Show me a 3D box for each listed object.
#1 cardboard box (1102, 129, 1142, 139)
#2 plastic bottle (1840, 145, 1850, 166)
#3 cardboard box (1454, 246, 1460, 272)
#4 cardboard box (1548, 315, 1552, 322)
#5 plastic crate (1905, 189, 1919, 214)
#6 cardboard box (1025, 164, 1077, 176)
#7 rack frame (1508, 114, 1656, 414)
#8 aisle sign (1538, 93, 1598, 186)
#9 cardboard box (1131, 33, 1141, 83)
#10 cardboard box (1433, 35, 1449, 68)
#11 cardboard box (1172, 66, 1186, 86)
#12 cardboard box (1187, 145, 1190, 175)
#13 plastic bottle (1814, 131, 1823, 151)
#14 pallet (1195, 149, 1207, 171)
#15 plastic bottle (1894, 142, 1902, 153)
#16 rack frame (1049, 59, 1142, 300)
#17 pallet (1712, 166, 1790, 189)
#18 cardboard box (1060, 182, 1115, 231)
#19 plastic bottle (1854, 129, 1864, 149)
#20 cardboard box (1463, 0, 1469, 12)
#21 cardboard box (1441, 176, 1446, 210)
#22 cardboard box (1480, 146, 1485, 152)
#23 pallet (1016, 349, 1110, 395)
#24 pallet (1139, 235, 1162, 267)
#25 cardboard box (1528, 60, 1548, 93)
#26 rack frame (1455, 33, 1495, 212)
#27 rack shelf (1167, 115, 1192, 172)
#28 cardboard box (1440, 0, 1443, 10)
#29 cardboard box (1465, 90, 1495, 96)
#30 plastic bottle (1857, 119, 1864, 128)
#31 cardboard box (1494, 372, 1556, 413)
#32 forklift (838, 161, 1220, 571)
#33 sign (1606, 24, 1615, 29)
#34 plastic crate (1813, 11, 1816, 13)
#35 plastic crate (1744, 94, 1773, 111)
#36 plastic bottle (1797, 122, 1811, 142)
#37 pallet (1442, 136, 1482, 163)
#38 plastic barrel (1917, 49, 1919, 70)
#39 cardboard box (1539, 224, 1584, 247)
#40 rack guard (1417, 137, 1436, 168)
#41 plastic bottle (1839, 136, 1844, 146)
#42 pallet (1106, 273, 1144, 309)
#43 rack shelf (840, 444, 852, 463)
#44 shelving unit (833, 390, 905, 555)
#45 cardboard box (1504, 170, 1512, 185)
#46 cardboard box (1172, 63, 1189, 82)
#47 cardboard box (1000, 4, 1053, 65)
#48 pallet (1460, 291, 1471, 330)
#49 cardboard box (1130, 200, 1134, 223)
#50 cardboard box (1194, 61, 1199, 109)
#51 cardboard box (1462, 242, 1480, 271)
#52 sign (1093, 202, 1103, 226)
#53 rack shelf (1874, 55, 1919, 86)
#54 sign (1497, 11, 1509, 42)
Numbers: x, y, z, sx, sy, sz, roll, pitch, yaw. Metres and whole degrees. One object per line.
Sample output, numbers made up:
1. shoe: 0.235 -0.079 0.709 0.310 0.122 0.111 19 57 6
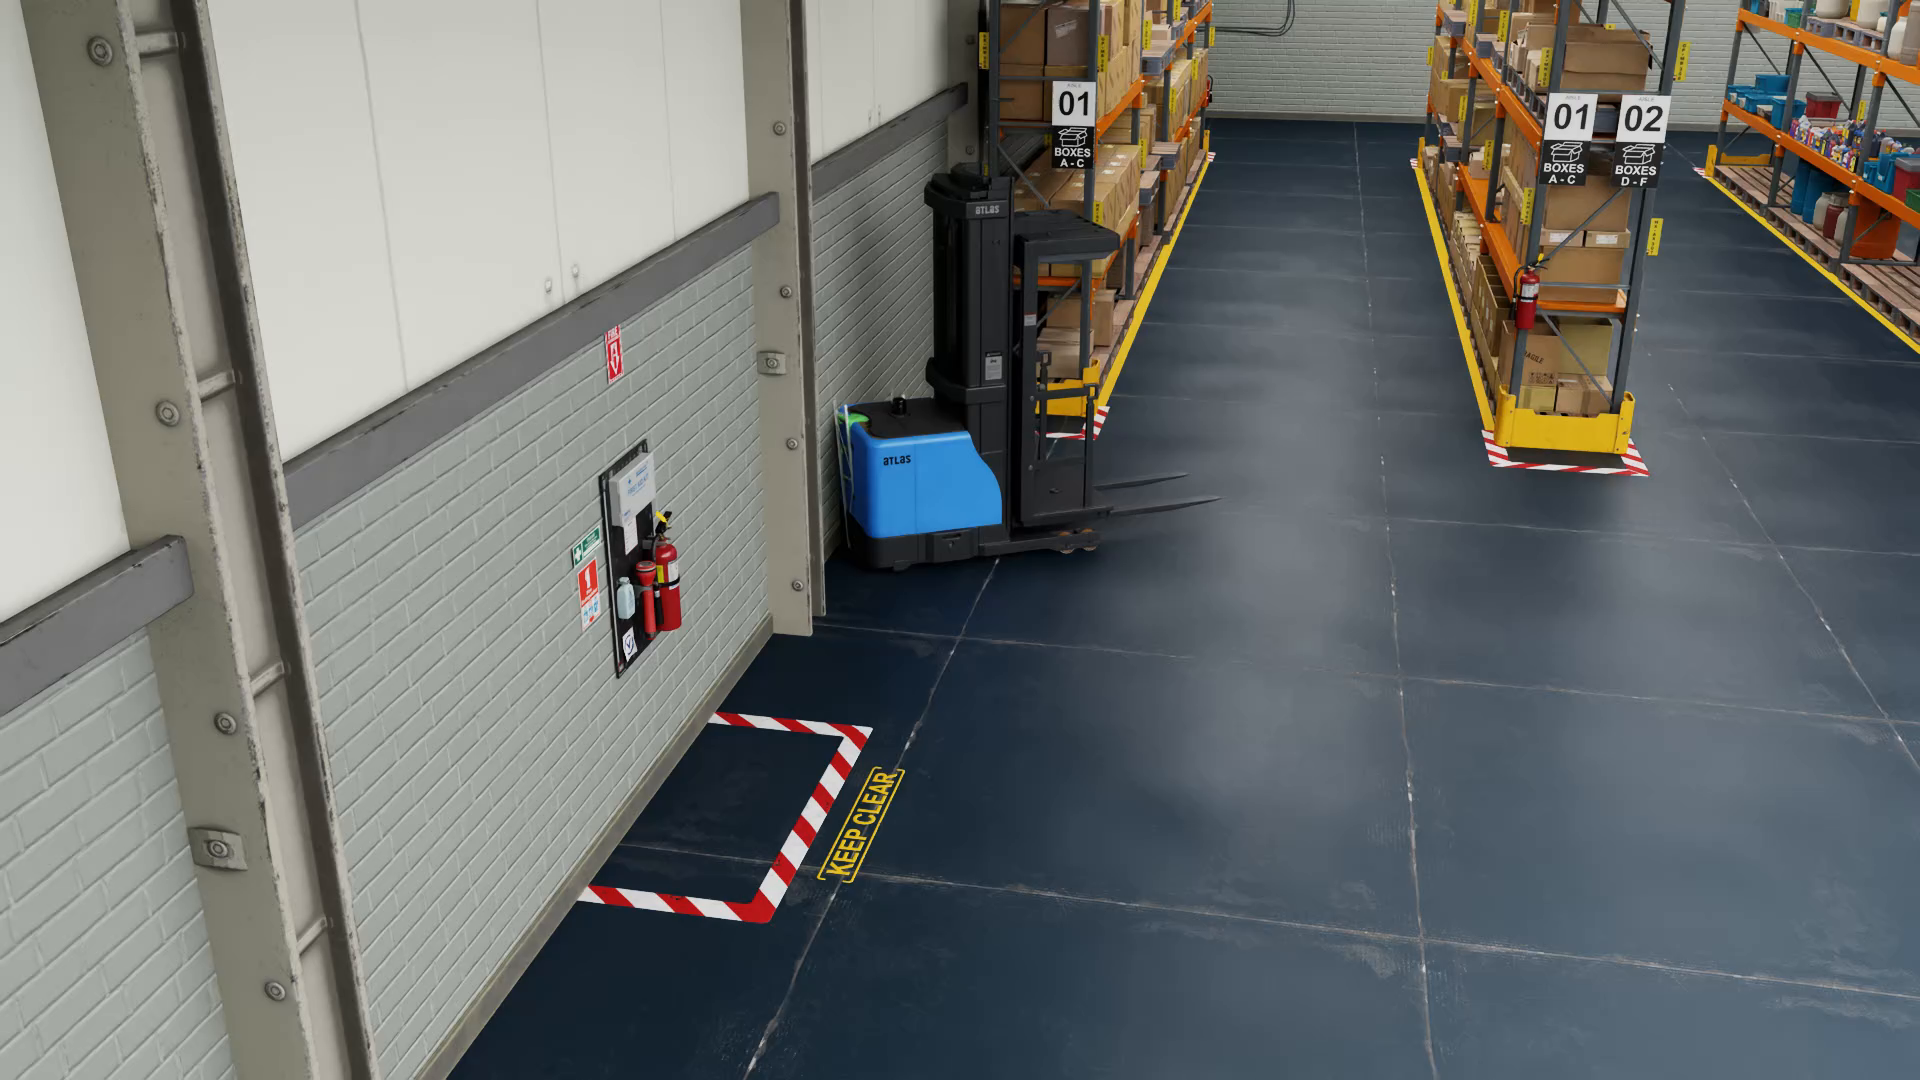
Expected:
1. cardboard box: 1.842 -4.773 20.467 0.700 0.500 0.500 7 23 16
2. plastic bottle: 11.891 -5.160 22.323 0.097 0.271 0.097 0 22 0
3. cardboard box: 6.654 -3.598 21.390 0.500 0.250 0.500 4 22 10
4. cardboard box: 6.134 -2.109 16.691 0.500 0.500 0.500 4 22 11
5. plastic crate: 11.361 -3.940 19.406 0.450 0.188 0.662 4 22 11
6. cardboard box: 0.972 -3.705 17.709 0.500 0.500 0.500 5 22 12
7. rack frame: 5.617 -2.296 15.040 1.000 3.000 0.127 4 22 11
8. aisle sign: 5.317 -3.500 14.550 0.394 0.787 0.004 4 22 11
9. cardboard box: 1.722 -5.378 18.516 0.500 0.500 0.500 5 22 12
10. cardboard box: 8.534 -8.516 29.011 0.500 0.500 0.500 5 23 13
11. cardboard box: 3.153 -7.039 25.255 0.500 0.250 0.500 5 22 12
12. cardboard box: 3.469 -6.362 27.919 0.700 0.500 0.500 5 22 12
13. plastic bottle: 12.160 -5.642 23.520 0.097 0.271 0.097 0 22 0
14. pallet: 3.945 -6.932 30.283 1.003 0.211 1.213 4 22 11
15. plastic bottle: 12.722 -5.260 22.570 0.097 0.271 0.097 0 22 0
16. rack frame: 1.583 -4.135 19.606 1.000 3.000 0.127 4 22 11
17. pallet: 13.524 -6.177 28.407 1.003 0.211 1.213 4 22 11
18. cardboard box: 1.269 -3.292 16.682 0.500 0.500 0.500 5 22 11
19. plastic bottle: 12.820 -5.713 23.696 0.097 0.271 0.097 0 22 0
20. cardboard box: 7.891 -8.185 24.817 0.600 0.600 0.600 2 22 6
21. cardboard box: 7.522 -5.193 24.989 0.500 0.500 0.500 5 22 12
22. cardboard box: 7.133 -5.051 21.999 0.500 0.311 0.500 6 23 14
23. pallet: 0.983 -1.701 17.295 1.003 0.211 1.213 4 22 11
24. pallet: 2.239 -4.019 23.050 1.003 0.211 1.213 4 22 11
25. cardboard box: 5.594 -4.319 15.498 0.500 0.250 0.500 4 22 11
26. rack frame: 7.250 -5.222 22.304 1.000 3.000 0.127 4 22 11
27. rack shelf: 2.808 -5.996 25.189 1.077 0.370 4.000 4 22 11
28. cardboard box: 8.414 -9.119 28.167 0.500 0.250 0.500 4 22 11
29. cardboard box: 7.766 -6.275 24.224 0.700 0.500 0.500 -1 22 -3
30. plastic bottle: 13.047 -5.922 24.108 0.144 0.351 0.185 4 22 11
31. cardboard box: 5.438 -1.434 16.018 0.500 0.250 0.500 4 22 11
32. forklift: 0.591 -1.433 12.988 3.031 2.935 1.130 -7 23 -17
33. sign: 6.977 -5.385 17.897 0.100 0.325 0.005 4 22 11
34. plastic crate: 13.552 -8.263 26.194 0.437 0.136 0.530 4 22 11
35. plastic crate: 13.089 -7.172 27.291 0.416 0.233 0.300 4 22 11
36. plastic bottle: 12.372 -5.974 24.338 0.152 0.276 0.135 4 22 11
37. pallet: 7.319 -5.386 22.969 1.213 0.211 1.003 4 22 11
38. plastic barrel: 11.585 -5.911 19.424 0.600 0.830 0.708 4 22 11
39. cardboard box: 5.509 -2.798 15.283 0.380 0.149 0.250 4 22 10
40. rack guard: 8.867 -6.960 29.967 1.175 0.500 0.348 4 22 11
41. plastic bottle: 12.175 -5.444 23.012 0.061 0.283 0.133 4 22 11
42. pallet: 1.741 -3.127 20.834 1.003 0.211 1.213 4 22 11
43. rack shelf: -0.672 -0.697 12.990 0.480 0.148 0.258 -12 18 -24
44. shelving unit: -0.659 -0.528 13.041 0.503 1.200 0.258 -12 18 -24
45. cardboard box: 6.138 -3.931 18.097 0.380 0.149 0.250 5 22 12
46. cardboard box: 3.257 -7.226 25.718 0.500 0.250 0.500 5 22 12
47. cardboard box: 0.599 -4.761 15.645 0.500 0.500 0.500 5 23 13
48. pallet: 6.546 -2.738 19.869 1.003 0.211 1.213 4 22 11
49. cardboard box: 1.674 -3.697 18.692 0.500 0.250 0.500 5 22 11
50. cardboard box: 3.497 -7.664 27.966 0.980 0.700 0.700 4 22 10
51. cardboard box: 6.440 -3.482 20.351 0.500 0.311 0.500 4 22 11
52. sign: 1.298 -3.033 15.710 0.100 0.325 0.005 4 22 11
53. rack shelf: 11.690 -5.169 19.121 1.077 0.370 4.000 4 22 11
54. sign: 5.900 -5.574 18.050 0.100 0.325 0.005 4 22 11
